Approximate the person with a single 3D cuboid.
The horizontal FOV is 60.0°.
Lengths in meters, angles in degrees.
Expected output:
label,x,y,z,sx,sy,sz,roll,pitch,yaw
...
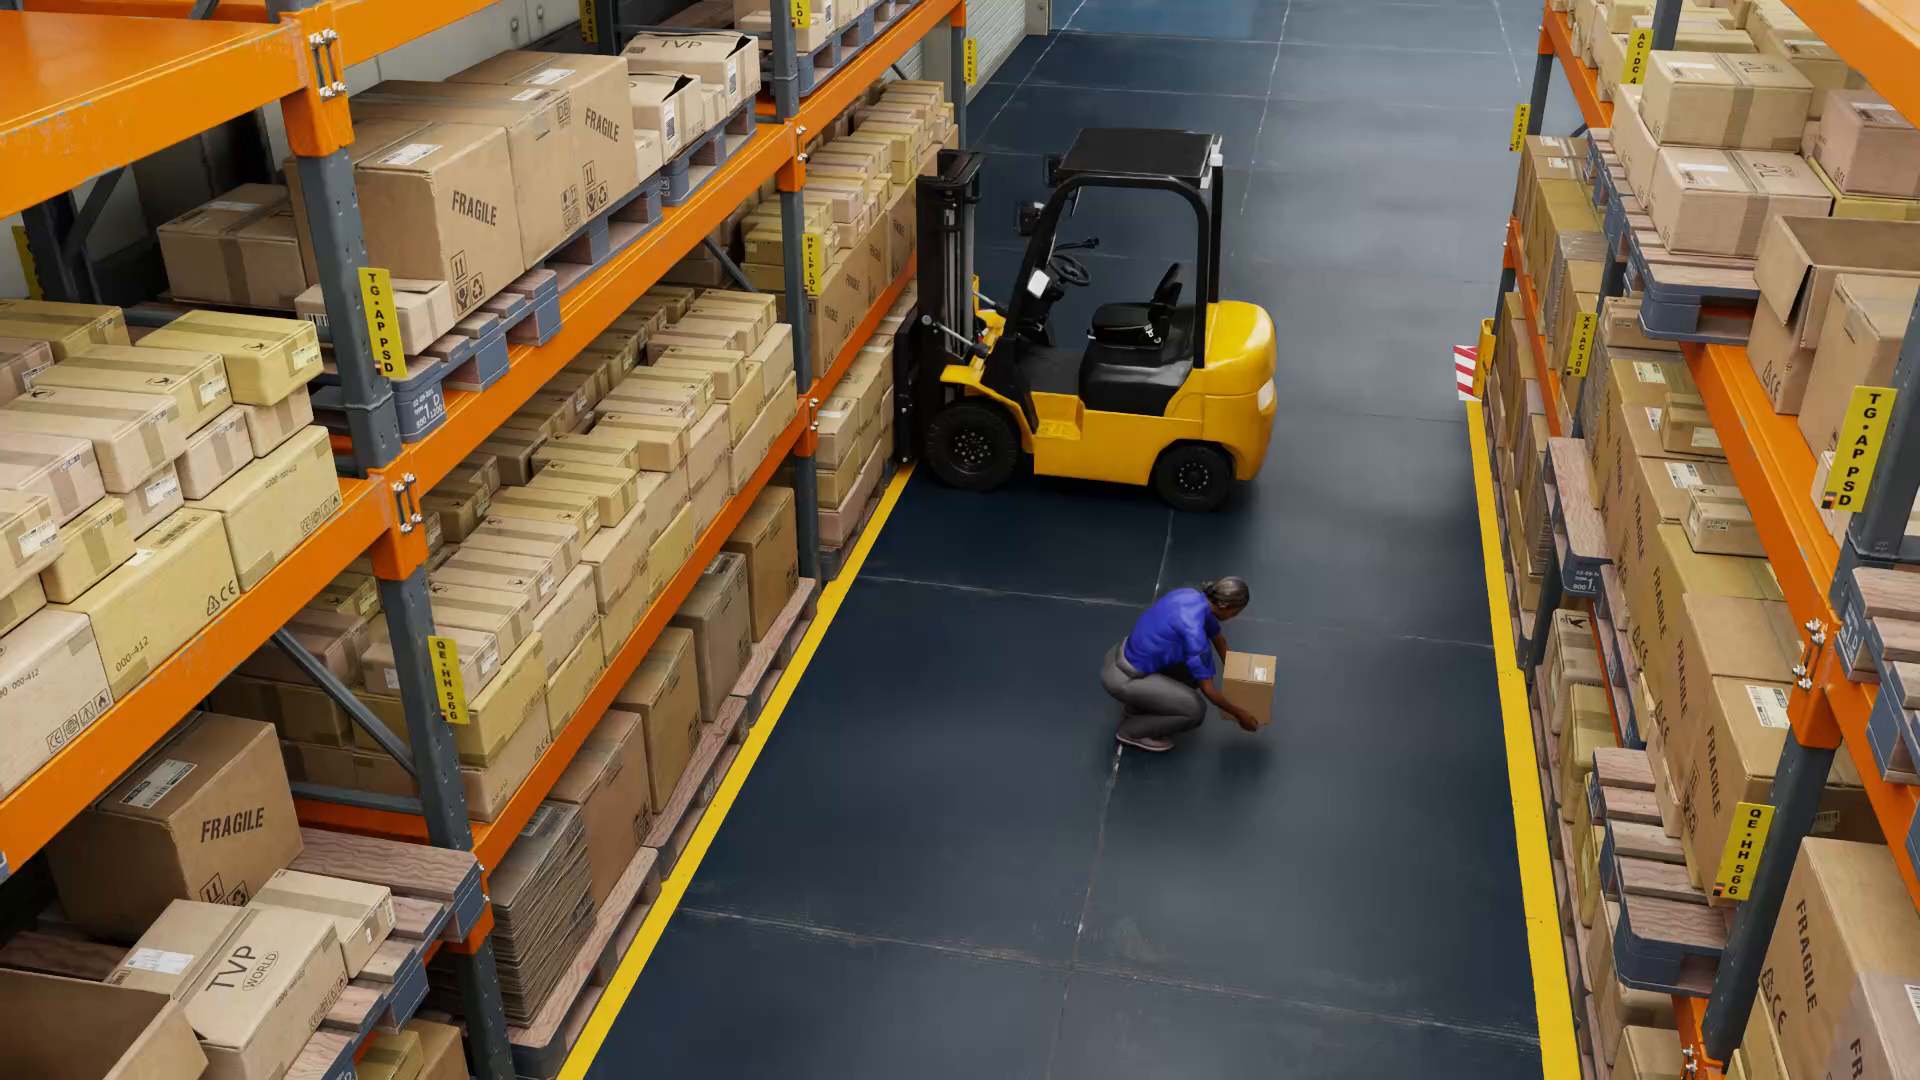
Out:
label,x,y,z,sx,sy,sz,roll,pitch,yaw
person,1.116,0.597,8.310,0.814,0.928,0.496,6,29,10
